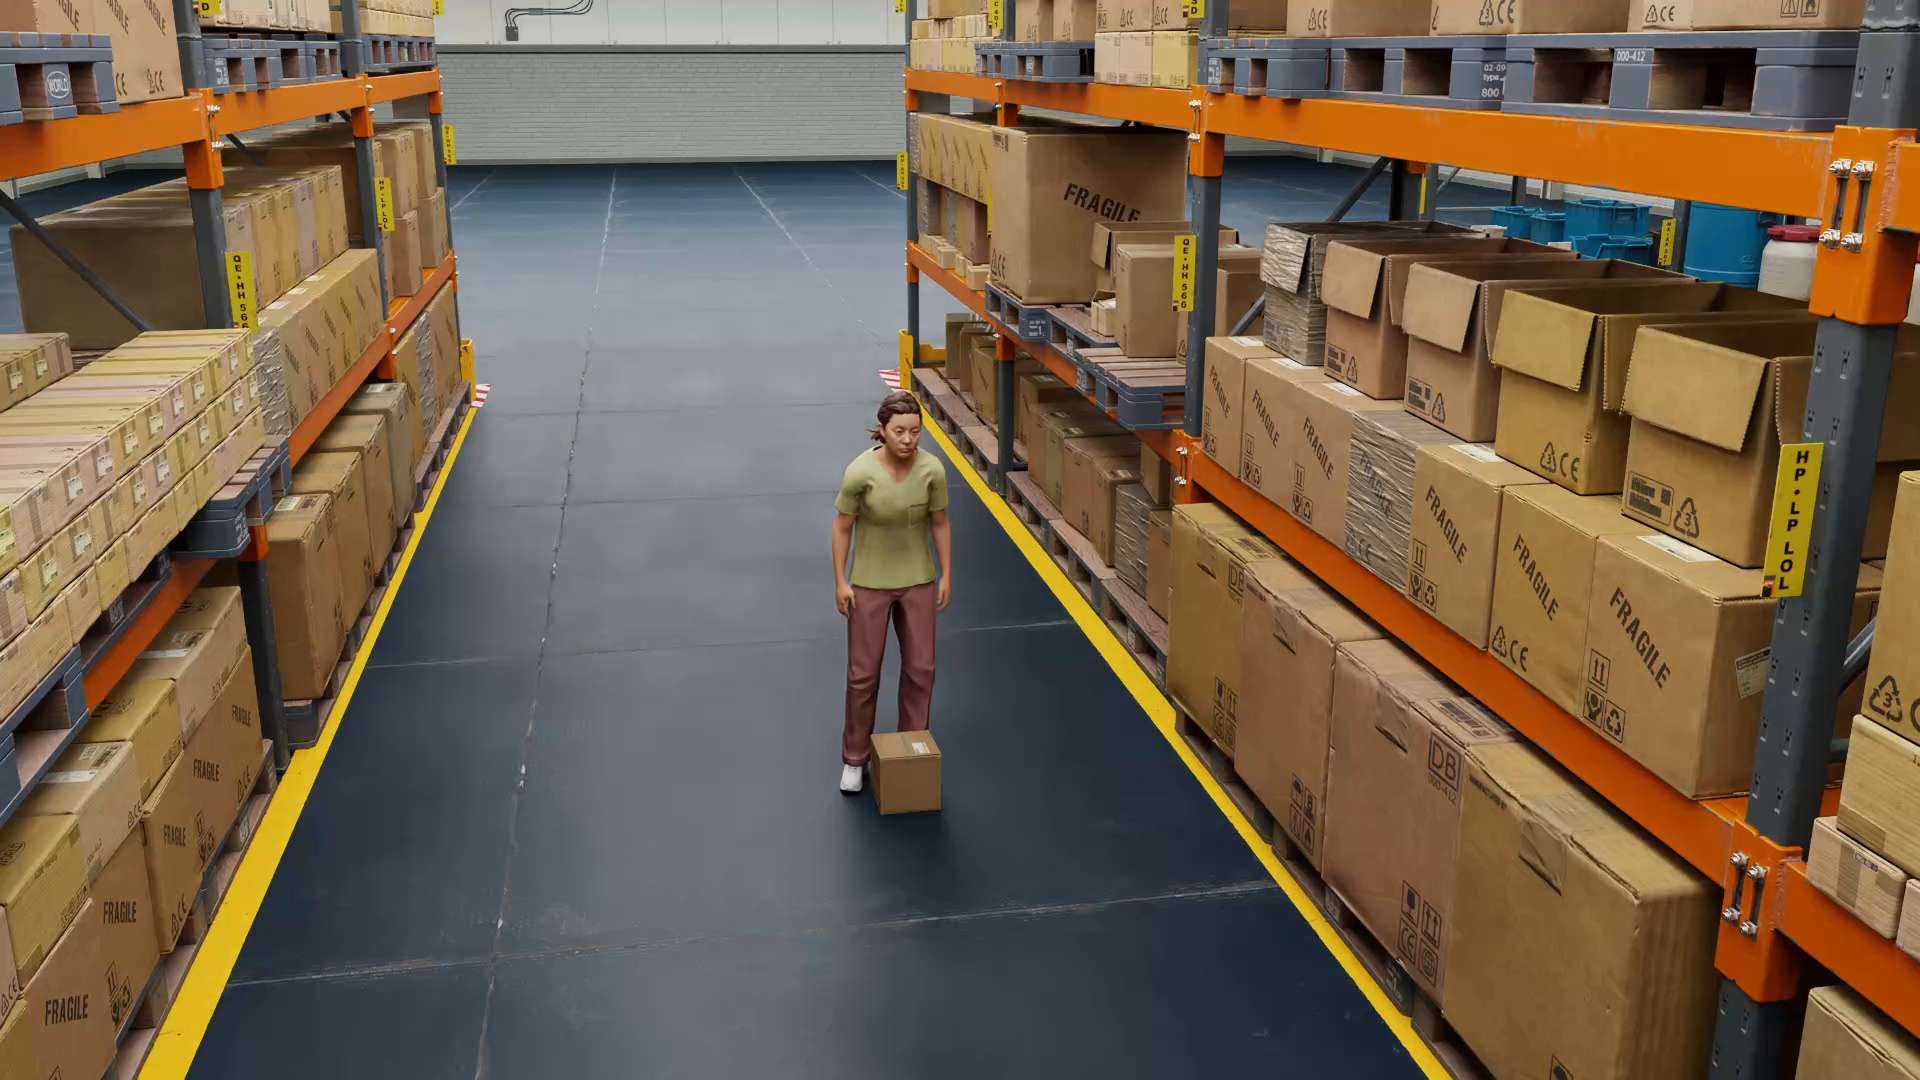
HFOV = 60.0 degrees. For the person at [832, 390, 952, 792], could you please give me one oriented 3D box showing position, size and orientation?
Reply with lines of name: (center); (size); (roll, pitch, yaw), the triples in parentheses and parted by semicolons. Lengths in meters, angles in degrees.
person: (-0.267, 0.209, 6.834); (0.519, 1.671, 0.417); (-4, 17, -14)
